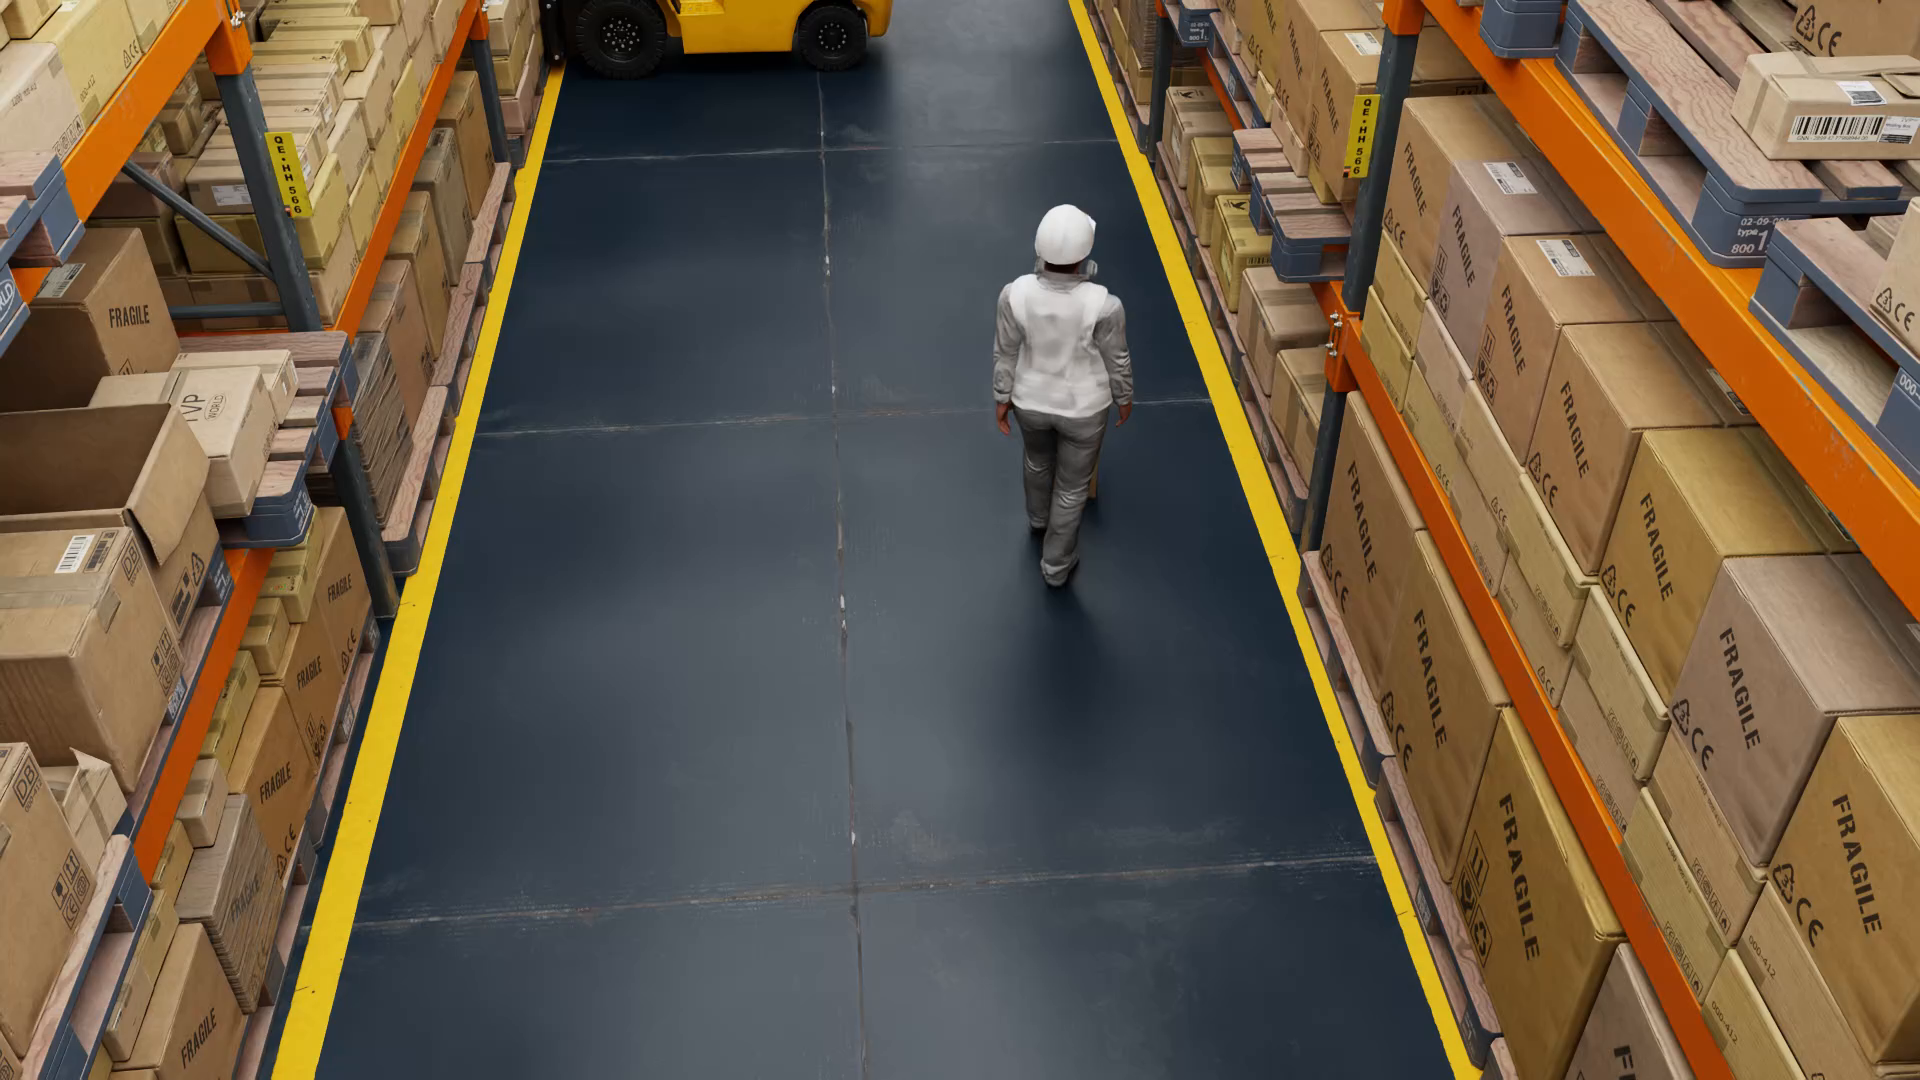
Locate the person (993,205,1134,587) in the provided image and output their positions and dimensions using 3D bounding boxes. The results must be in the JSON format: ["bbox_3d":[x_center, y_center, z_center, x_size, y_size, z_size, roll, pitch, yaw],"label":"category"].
[{"bbox_3d":[0.473,-0.663,6.946,0.558,1.765,0.665,14,41,16],"label":"person"}]
